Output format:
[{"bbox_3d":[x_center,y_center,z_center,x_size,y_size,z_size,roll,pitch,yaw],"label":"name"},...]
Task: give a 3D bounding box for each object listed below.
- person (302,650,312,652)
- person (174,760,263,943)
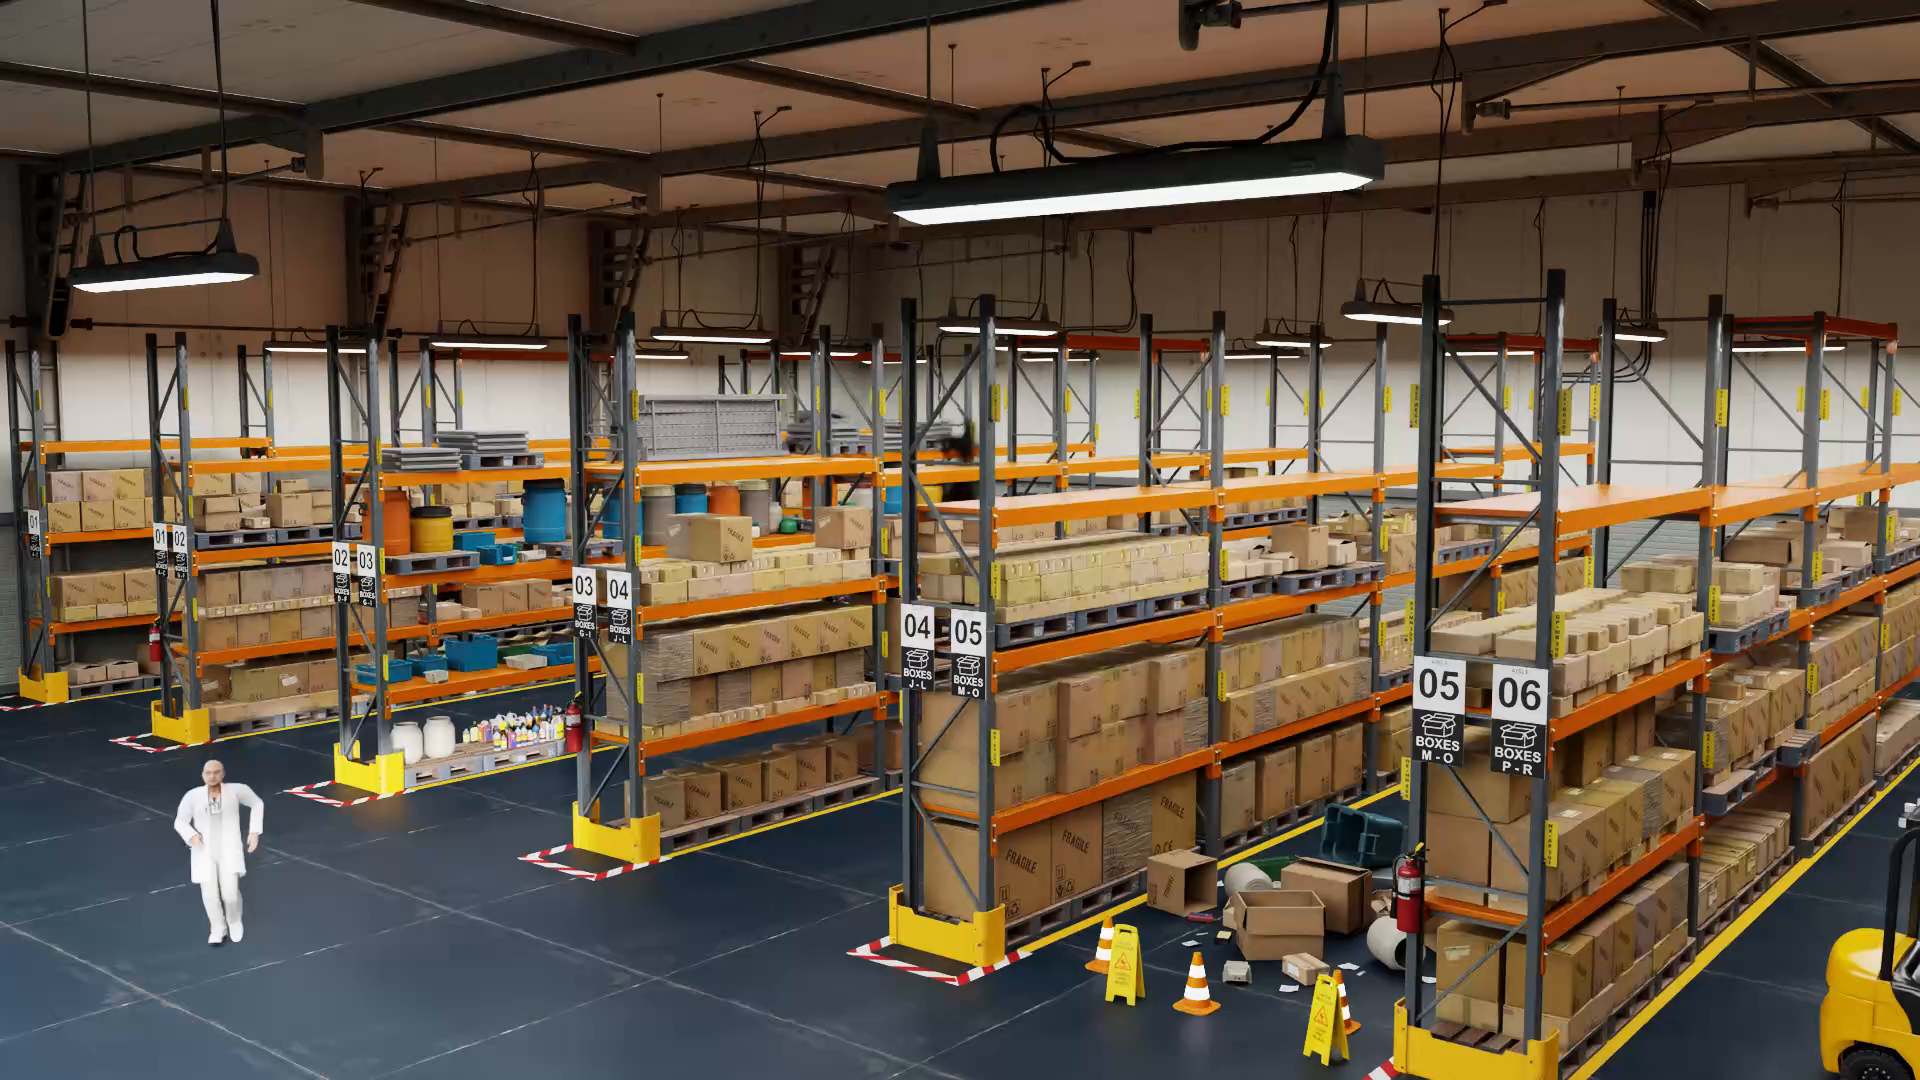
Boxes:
[{"bbox_3d":[-10.902,1.772,27.978,0.643,1.758,0.873,3,6,31],"label":"person"},{"bbox_3d":[-6.851,2.908,15.384,0.747,1.756,0.680,-2,5,-19],"label":"person"}]
